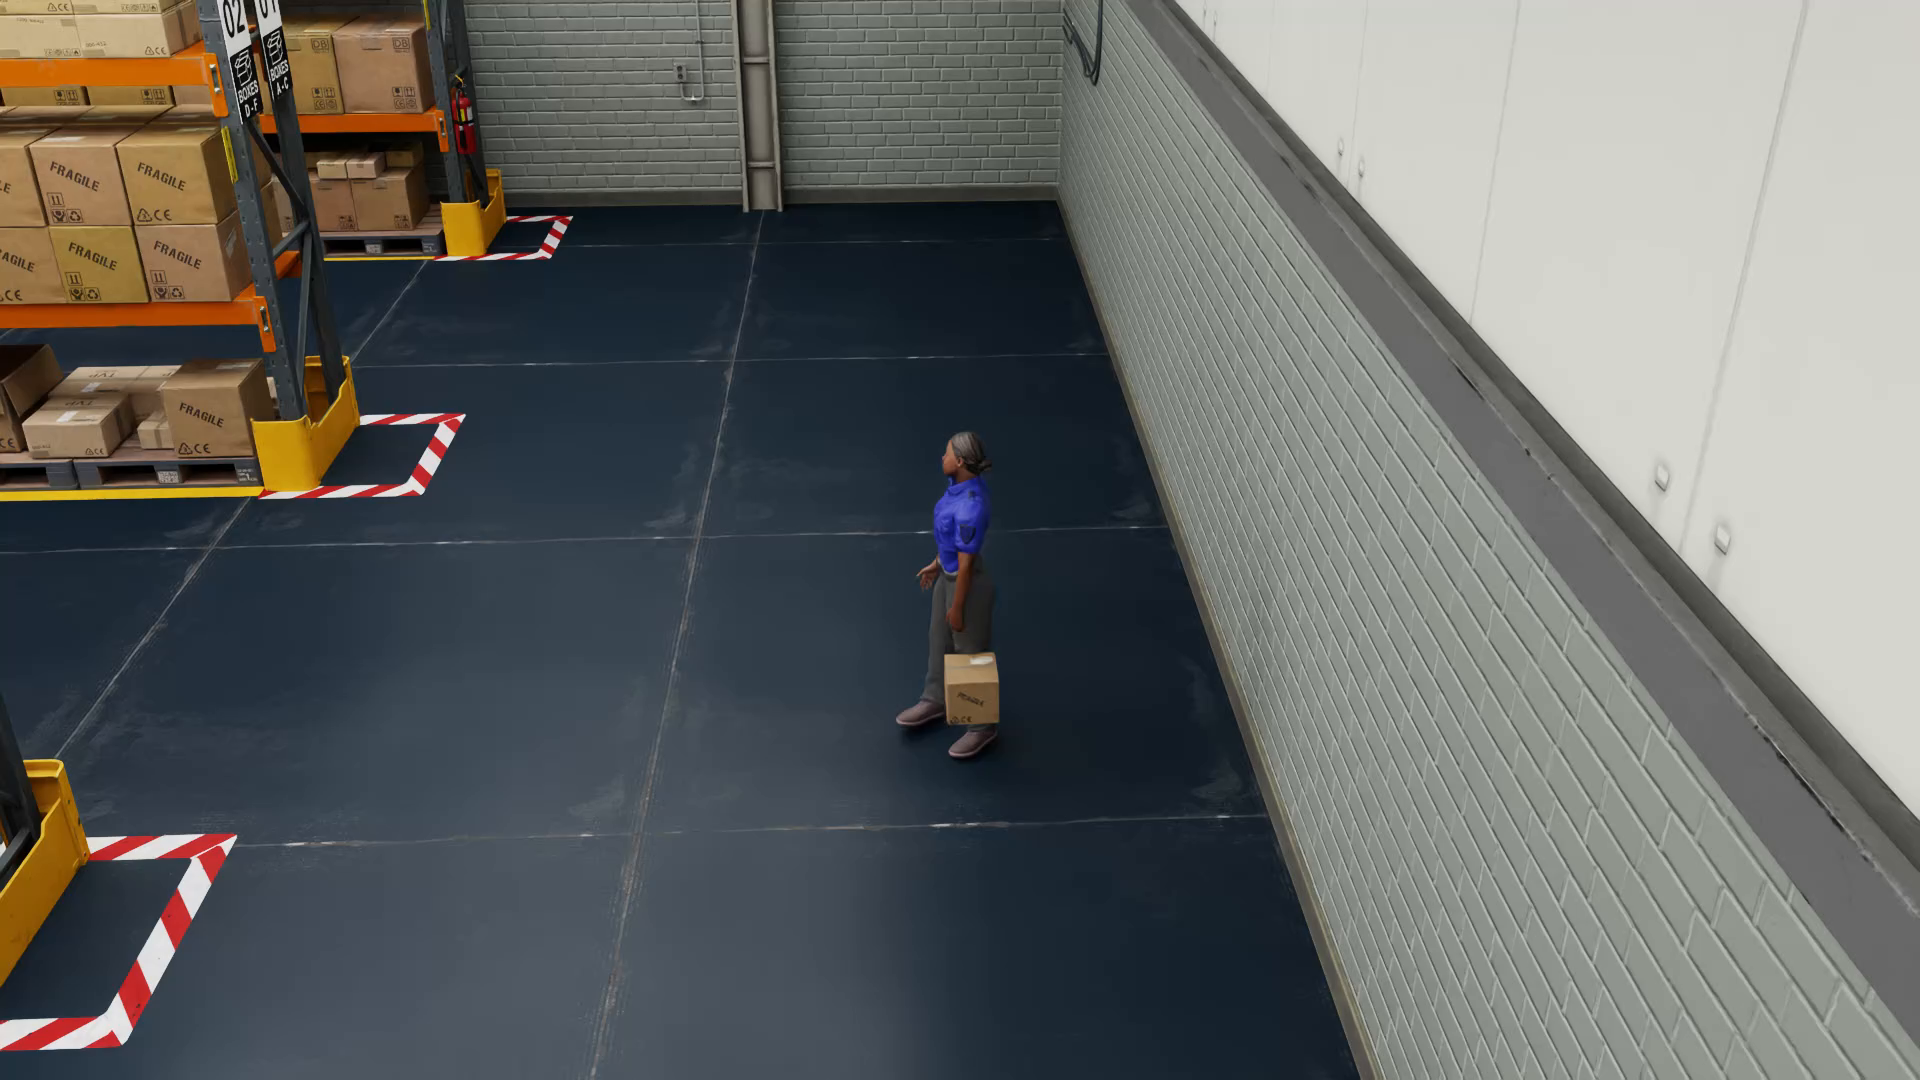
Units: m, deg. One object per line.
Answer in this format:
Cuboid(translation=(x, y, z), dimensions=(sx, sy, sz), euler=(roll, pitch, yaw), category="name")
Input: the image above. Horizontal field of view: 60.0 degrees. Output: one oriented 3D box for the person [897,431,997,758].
Cuboid(translation=(-0.069, 0.258, 8.108), dimensions=(0.490, 1.650, 0.488), euler=(-4, 28, -8), category="person")
